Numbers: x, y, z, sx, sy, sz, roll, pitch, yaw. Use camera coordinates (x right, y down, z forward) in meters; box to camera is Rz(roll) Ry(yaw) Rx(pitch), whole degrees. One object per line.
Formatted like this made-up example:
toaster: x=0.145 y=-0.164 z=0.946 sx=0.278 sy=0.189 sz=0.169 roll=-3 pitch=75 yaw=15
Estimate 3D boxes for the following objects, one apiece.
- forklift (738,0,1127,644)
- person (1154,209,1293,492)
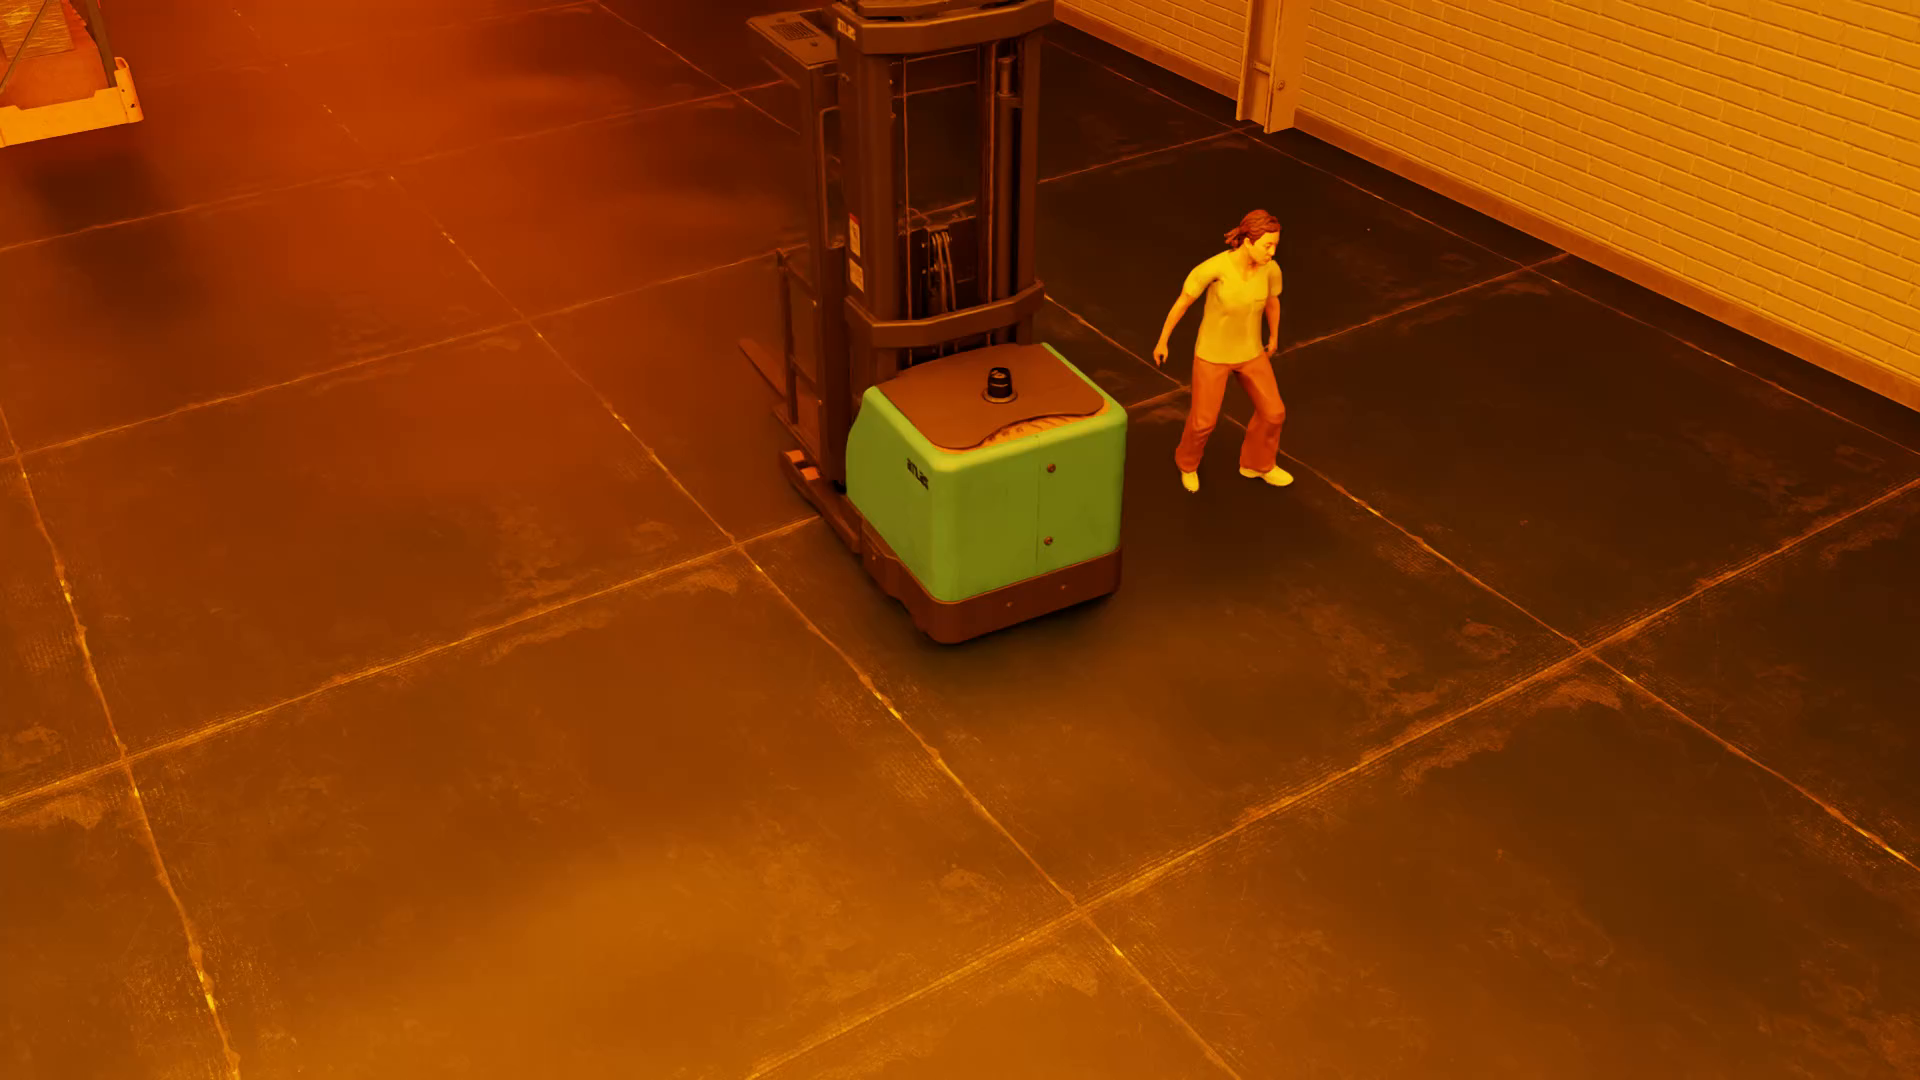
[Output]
forklift: x=-0.337 y=-1.538 z=8.336 sx=1.130 sy=2.935 sz=3.031 roll=-17 pitch=38 yaw=-22
person: x=1.410 y=-0.988 z=8.712 sx=0.795 sy=1.646 sz=0.410 roll=-7 pitch=36 yaw=-9
